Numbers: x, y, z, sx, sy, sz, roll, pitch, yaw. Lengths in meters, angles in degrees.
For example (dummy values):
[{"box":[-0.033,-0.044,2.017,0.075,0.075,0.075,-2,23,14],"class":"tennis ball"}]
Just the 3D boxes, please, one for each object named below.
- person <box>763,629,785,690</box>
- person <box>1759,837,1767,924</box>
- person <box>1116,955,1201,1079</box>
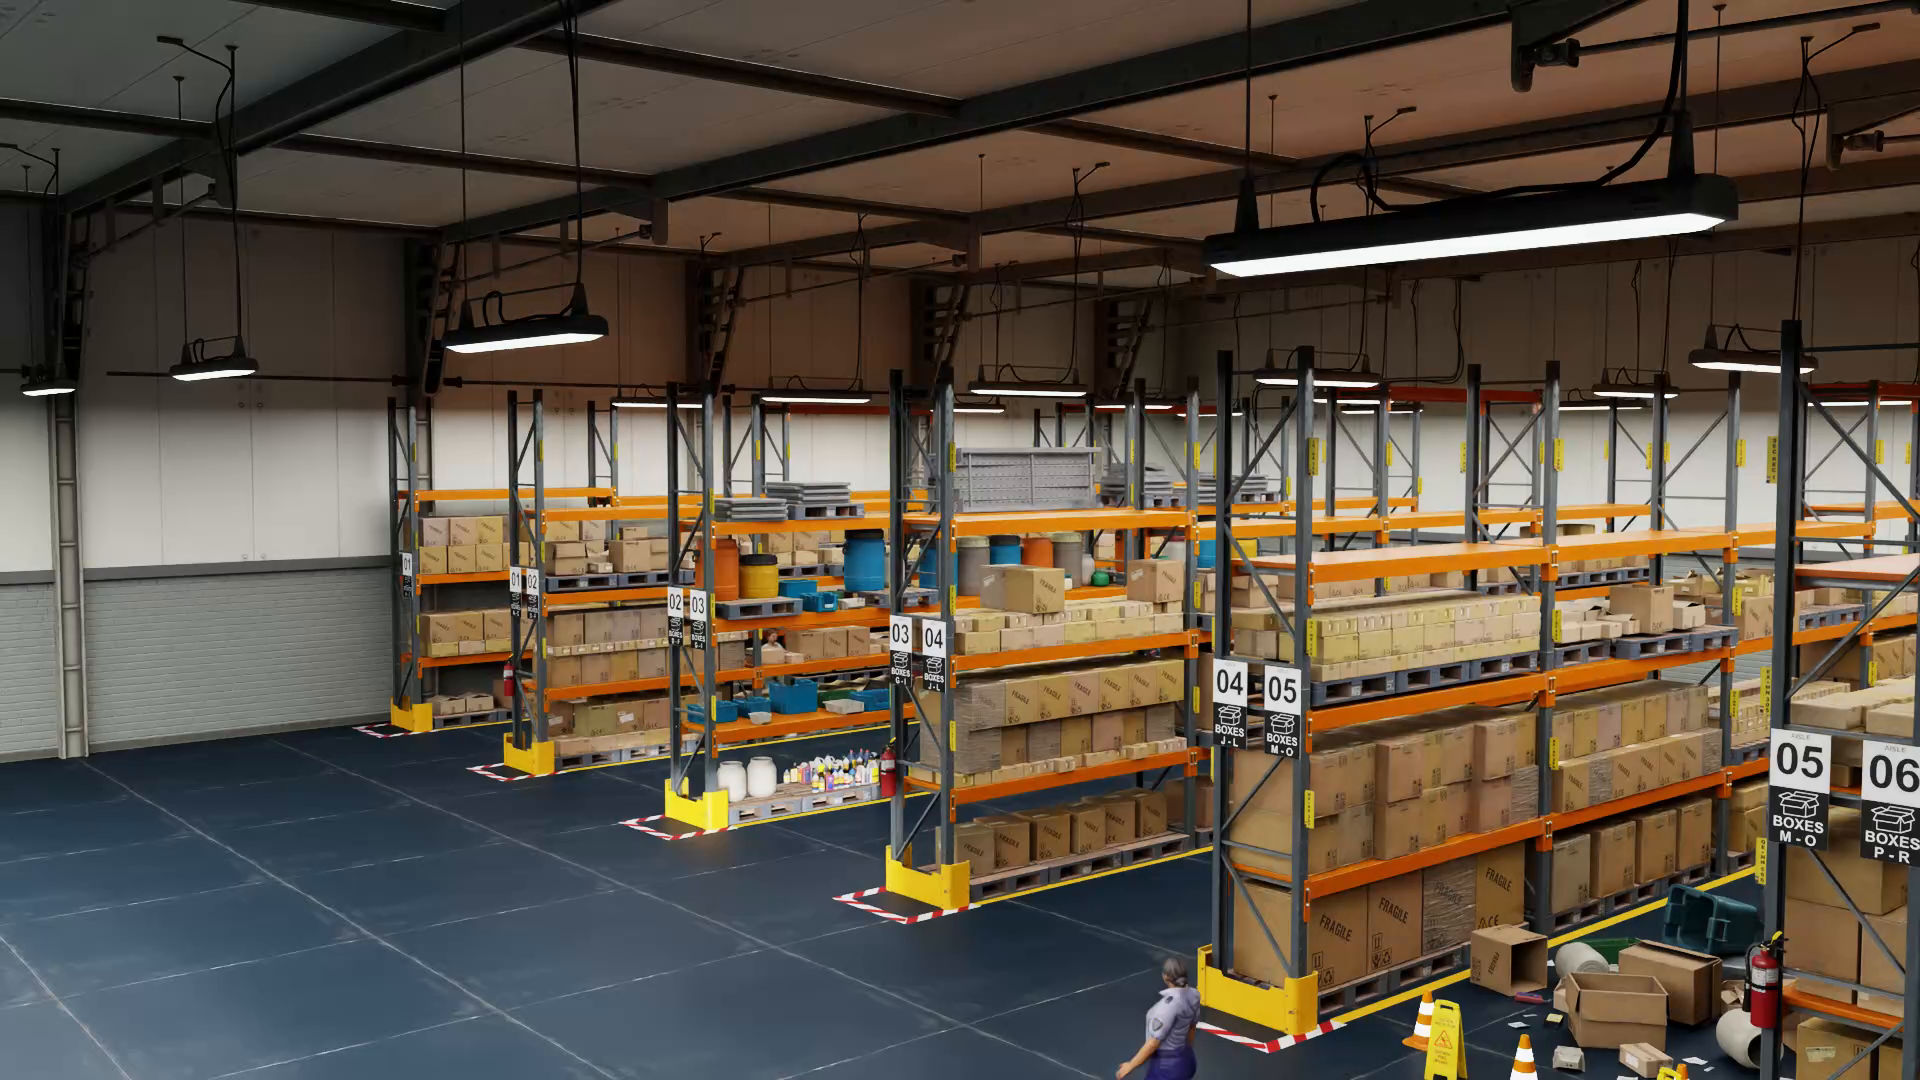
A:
[{"box":[-3.511,2.549,31.158,0.511,1.748,0.355,-2,4,-28],"class":"person"},{"box":[8.807,3.305,17.783,0.568,1.663,0.393,0,3,0],"class":"person"},{"box":[1.378,3.666,11.566,0.586,1.628,0.541,1,4,23],"class":"person"}]
